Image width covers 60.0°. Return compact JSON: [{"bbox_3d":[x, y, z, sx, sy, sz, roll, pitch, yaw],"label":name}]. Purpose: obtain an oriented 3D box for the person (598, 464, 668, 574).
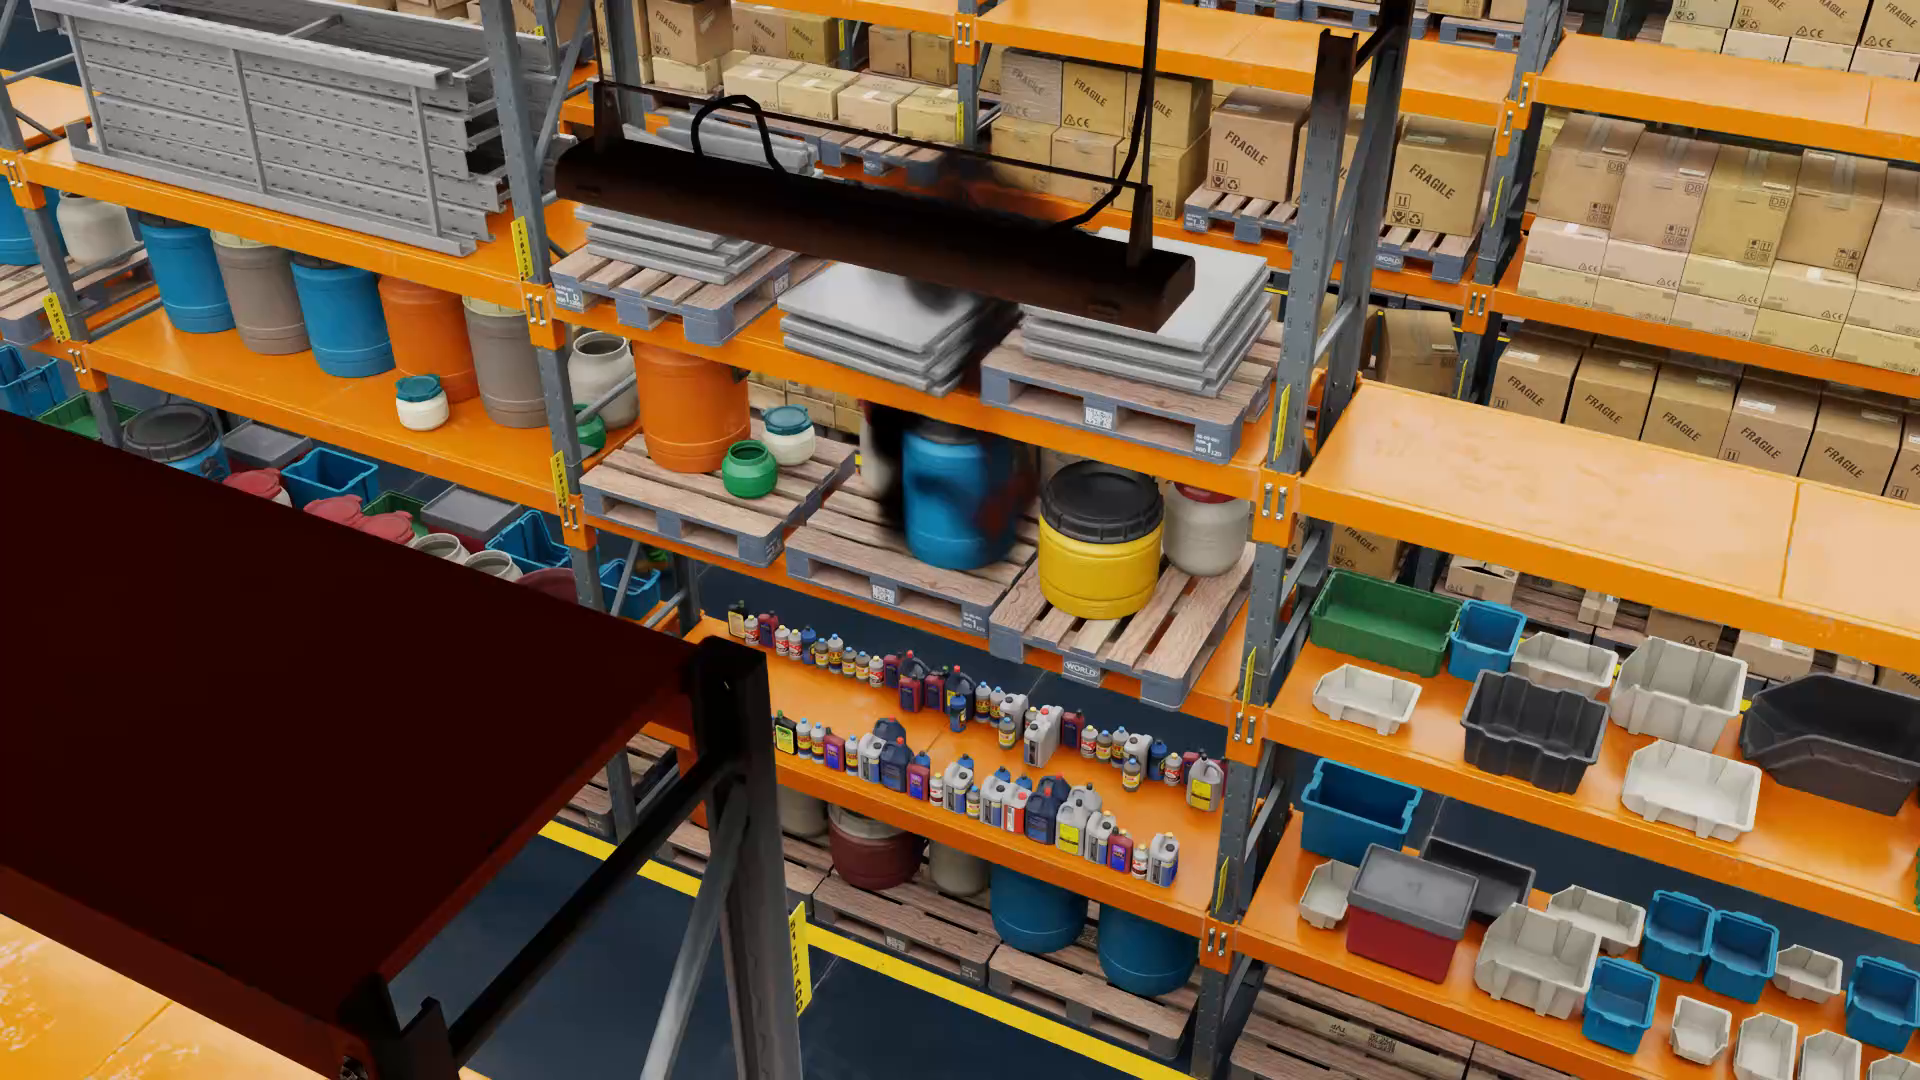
[{"bbox_3d":[-2.806,-0.463,13.029,0.918,1.760,0.687,6,35,8],"label":"person"}]
